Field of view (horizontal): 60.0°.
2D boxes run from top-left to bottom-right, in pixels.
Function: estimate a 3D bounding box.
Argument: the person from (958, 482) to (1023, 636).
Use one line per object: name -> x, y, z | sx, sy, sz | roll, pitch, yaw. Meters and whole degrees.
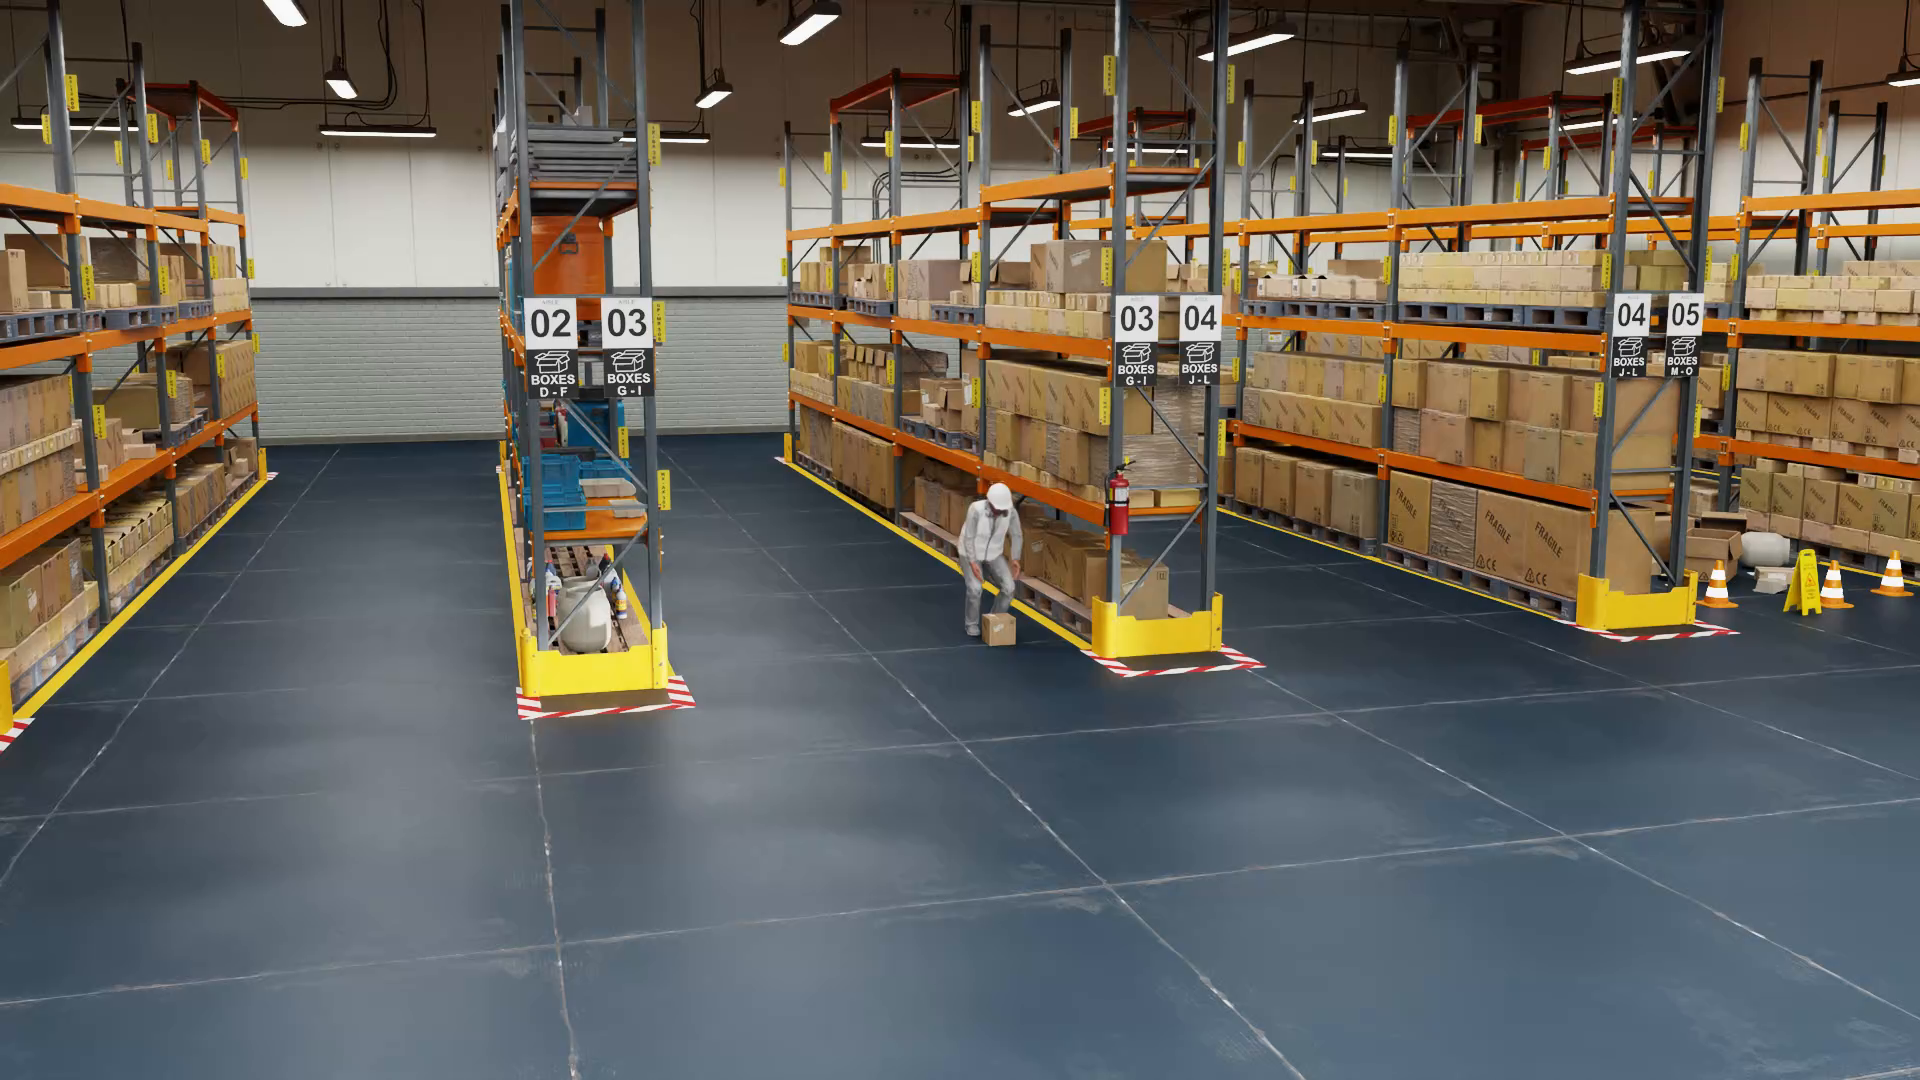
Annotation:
person -> 0.291, 0.162, 15.731 | 0.591, 1.478, 0.734 | -3, 10, -17
